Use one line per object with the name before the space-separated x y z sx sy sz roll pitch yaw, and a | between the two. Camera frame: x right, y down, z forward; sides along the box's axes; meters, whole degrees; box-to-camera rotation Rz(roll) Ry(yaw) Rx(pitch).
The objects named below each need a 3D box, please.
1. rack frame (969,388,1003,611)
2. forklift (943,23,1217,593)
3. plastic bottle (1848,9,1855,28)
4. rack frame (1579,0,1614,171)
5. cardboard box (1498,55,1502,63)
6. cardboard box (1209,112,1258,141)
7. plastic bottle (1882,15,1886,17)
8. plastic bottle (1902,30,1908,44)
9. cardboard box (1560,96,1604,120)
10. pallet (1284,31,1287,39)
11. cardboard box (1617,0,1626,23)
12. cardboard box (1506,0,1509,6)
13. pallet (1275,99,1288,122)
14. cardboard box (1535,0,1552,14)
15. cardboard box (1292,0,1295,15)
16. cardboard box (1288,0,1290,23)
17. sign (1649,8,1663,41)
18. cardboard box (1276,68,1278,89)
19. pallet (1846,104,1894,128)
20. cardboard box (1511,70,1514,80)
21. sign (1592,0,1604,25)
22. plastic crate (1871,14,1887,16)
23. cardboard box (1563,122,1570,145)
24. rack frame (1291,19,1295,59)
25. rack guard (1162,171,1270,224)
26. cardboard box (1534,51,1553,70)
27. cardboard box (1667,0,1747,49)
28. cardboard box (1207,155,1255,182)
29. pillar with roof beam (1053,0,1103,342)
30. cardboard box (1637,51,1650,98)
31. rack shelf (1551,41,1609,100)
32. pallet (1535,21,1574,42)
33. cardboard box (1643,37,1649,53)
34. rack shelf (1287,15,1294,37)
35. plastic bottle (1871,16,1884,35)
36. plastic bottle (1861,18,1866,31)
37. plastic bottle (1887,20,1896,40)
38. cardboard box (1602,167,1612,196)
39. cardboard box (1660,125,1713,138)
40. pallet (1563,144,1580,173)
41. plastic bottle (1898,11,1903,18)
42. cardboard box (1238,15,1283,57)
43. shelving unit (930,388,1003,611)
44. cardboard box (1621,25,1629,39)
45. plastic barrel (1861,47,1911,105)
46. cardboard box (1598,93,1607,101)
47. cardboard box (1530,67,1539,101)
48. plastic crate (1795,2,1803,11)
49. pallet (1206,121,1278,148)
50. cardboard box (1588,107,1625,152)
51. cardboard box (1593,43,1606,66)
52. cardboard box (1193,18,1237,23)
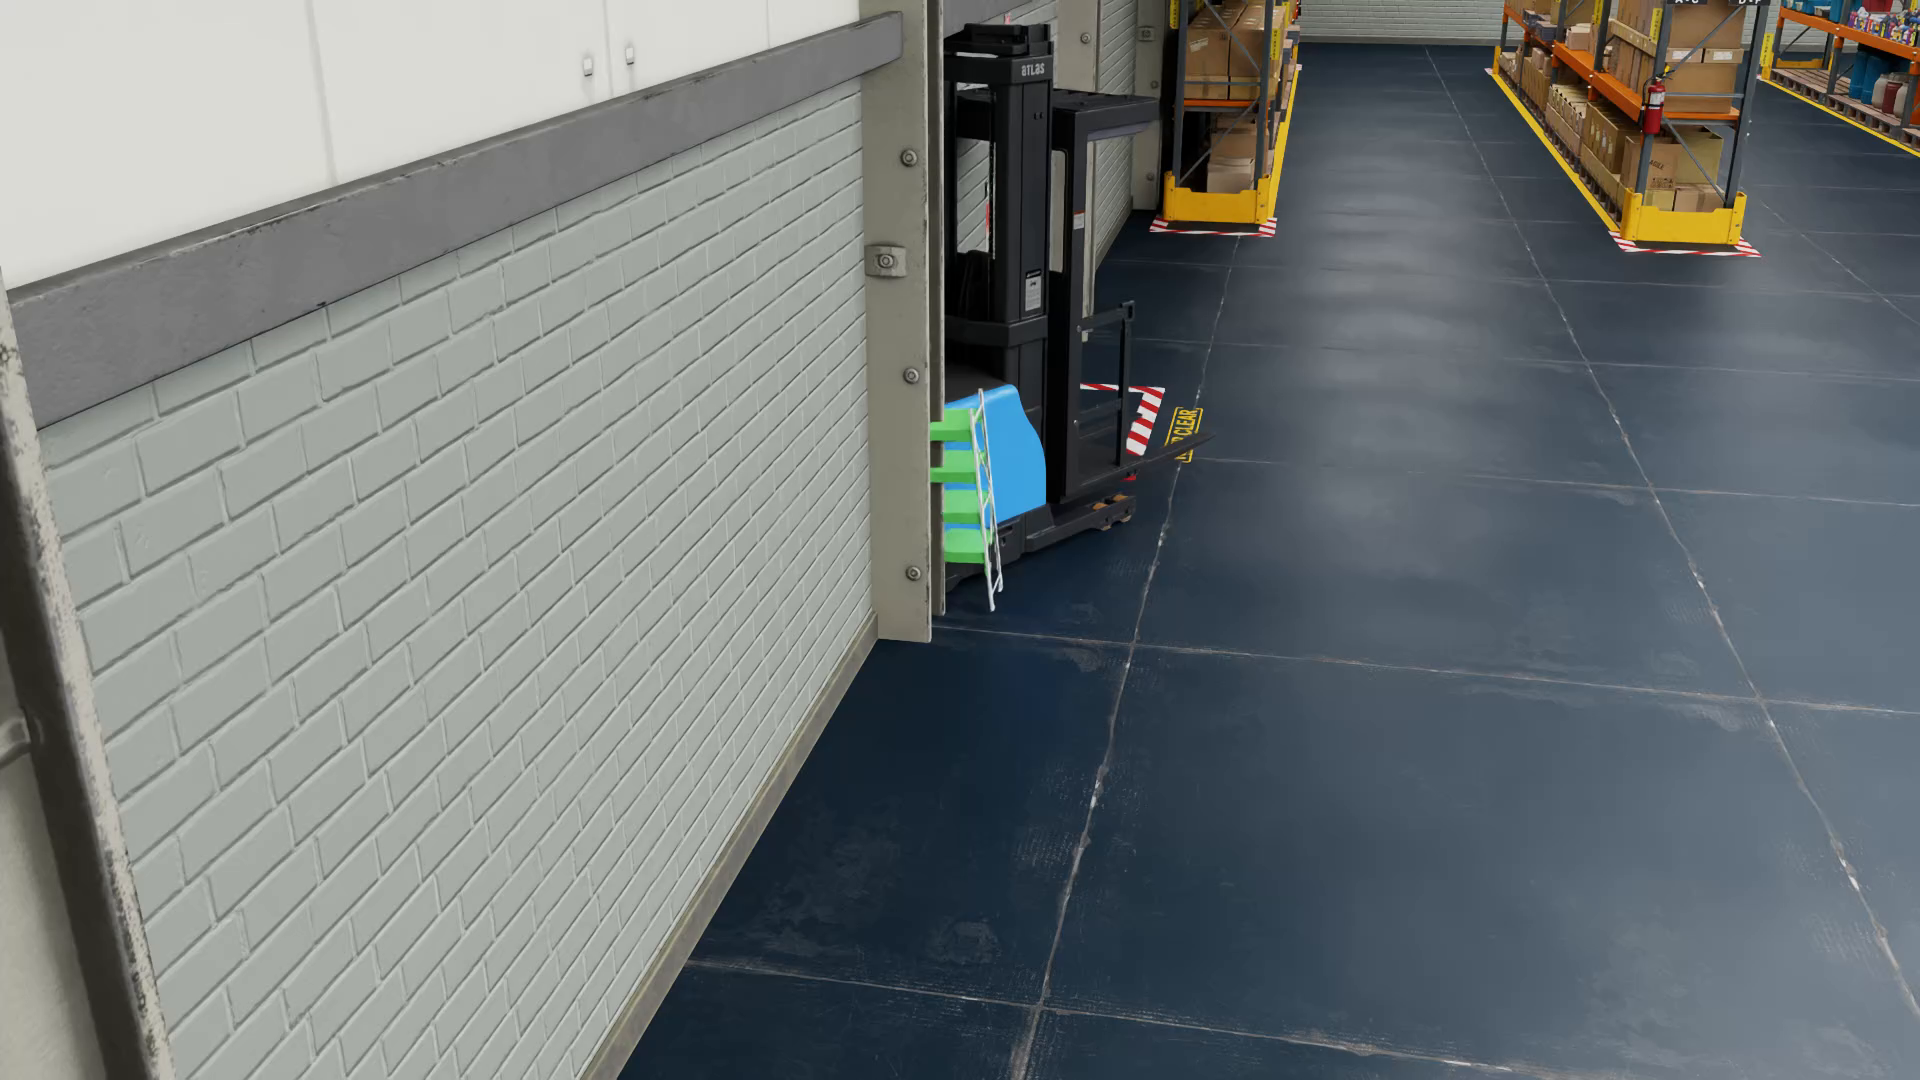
rack frame | 0.138 -0.198 8.673 0.015 1.200 0.240 2 31 15
forklift | 0.427 -1.531 9.731 1.130 2.935 3.031 19 29 39
plastic bottle | 14.538 -8.492 27.080 0.061 0.283 0.133 4 22 11
rack frame | 8.550 -6.101 20.987 1.000 3.000 0.127 4 22 11
cardboard box | 10.577 -9.244 32.019 0.380 0.149 0.250 4 22 11
cardboard box | 3.834 -5.792 22.978 0.700 0.500 0.500 5 23 13
plastic bottle | 14.523 -8.100 26.116 0.152 0.276 0.135 4 22 11
plastic bottle | 13.988 -7.434 24.563 0.097 0.201 0.097 0 22 0
cardboard box | 8.662 -6.007 23.122 0.500 0.311 0.500 4 22 10
pallet | 4.152 -7.124 23.784 1.003 0.211 1.213 4 22 11
cardboard box | 8.466 -6.586 20.322 0.700 0.500 0.500 5 22 11
cardboard box | 10.650 -10.394 31.512 0.500 0.500 0.500 5 22 12
pallet | 4.751 -6.929 26.776 1.003 0.211 1.213 4 22 11
cardboard box | 9.789 -8.855 27.130 0.700 0.500 0.500 8 23 19
cardboard box | 5.459 -9.739 29.620 0.980 0.700 0.700 5 22 12
cardboard box | 4.866 -8.292 25.868 0.500 0.500 0.500 5 22 13
sign | 7.205 -5.332 17.210 0.100 0.325 0.005 4 22 11
cardboard box | 3.496 -5.485 19.632 0.500 0.250 0.500 4 22 10
pallet | 14.586 -6.628 26.028 1.003 0.211 1.213 4 22 11
cardboard box | 10.039 -8.280 29.625 0.380 0.149 0.250 4 22 11
sign | 8.017 -6.639 20.880 0.100 0.325 0.005 4 22 11
plastic crate | 15.266 -8.713 27.745 0.396 0.136 0.243 4 22 11
cardboard box | 8.560 -5.566 22.778 0.500 0.250 0.500 5 22 12
rack frame | 6.148 -10.866 32.818 1.000 3.000 0.127 4 22 11
rack guard | 2.899 -3.883 18.825 1.175 0.500 0.348 4 22 11
cardboard box | 9.539 -7.712 26.740 0.500 0.250 0.500 4 22 10
cardboard box | 7.852 -5.475 17.563 0.700 0.500 0.500 5 22 11
cardboard box | 3.229 -4.426 19.838 0.500 0.311 0.500 6 23 15
pillar with roof beam | 5.170 -5.597 11.704 9.100 9.000 0.400 4 22 11
cardboard box | 8.051 -5.228 18.685 0.700 0.500 0.500 5 22 11
rack shelf | 8.958 -6.499 22.938 1.077 0.370 4.000 4 22 11
pallet | 9.436 -7.728 25.284 1.213 0.211 1.003 4 22 11
cardboard box | 7.836 -5.517 18.535 0.380 0.149 0.250 5 23 13
rack shelf | 4.924 -8.338 27.504 1.077 0.370 4.000 4 22 11
plastic bottle | 14.327 -8.027 25.934 0.152 0.276 0.135 4 22 11
plastic bottle | 14.418 -8.206 26.479 0.097 0.201 0.097 0 22 0
plastic bottle | 14.113 -7.729 25.186 0.061 0.283 0.133 4 22 11
cardboard box | 7.745 -4.143 19.244 0.500 0.250 0.500 4 22 11
cardboard box | 8.251 -4.451 19.006 0.500 0.500 0.500 4 22 11
pallet | 8.662 -5.080 22.185 1.003 0.211 1.213 4 22 11
plastic bottle | 15.267 -8.422 26.915 0.152 0.276 0.135 4 22 11
cardboard box | 3.591 -6.012 19.936 0.500 0.500 0.500 5 23 13
shelving unit | -0.097 -0.206 8.735 0.503 1.200 0.258 2 31 15
cardboard box | 8.151 -6.083 19.939 0.380 0.149 0.250 4 22 10
plastic barrel | 14.759 -7.413 26.491 0.600 0.901 0.708 4 22 11
cardboard box | 9.295 -6.158 23.497 0.500 0.311 0.500 4 22 11
cardboard box | 9.534 -7.350 26.846 0.500 0.500 0.500 4 22 9
plastic crate | 15.189 -9.592 29.928 0.250 0.136 0.298 4 22 11
pallet | 4.104 -5.916 24.261 1.003 0.211 1.213 4 22 11
cardboard box | 8.055 -5.039 20.465 0.500 0.500 0.500 4 22 11
cardboard box | 8.550 -6.374 21.846 0.396 0.266 0.258 4 22 10
cardboard box | 2.985 -5.863 19.567 0.500 0.500 0.500 4 22 9
